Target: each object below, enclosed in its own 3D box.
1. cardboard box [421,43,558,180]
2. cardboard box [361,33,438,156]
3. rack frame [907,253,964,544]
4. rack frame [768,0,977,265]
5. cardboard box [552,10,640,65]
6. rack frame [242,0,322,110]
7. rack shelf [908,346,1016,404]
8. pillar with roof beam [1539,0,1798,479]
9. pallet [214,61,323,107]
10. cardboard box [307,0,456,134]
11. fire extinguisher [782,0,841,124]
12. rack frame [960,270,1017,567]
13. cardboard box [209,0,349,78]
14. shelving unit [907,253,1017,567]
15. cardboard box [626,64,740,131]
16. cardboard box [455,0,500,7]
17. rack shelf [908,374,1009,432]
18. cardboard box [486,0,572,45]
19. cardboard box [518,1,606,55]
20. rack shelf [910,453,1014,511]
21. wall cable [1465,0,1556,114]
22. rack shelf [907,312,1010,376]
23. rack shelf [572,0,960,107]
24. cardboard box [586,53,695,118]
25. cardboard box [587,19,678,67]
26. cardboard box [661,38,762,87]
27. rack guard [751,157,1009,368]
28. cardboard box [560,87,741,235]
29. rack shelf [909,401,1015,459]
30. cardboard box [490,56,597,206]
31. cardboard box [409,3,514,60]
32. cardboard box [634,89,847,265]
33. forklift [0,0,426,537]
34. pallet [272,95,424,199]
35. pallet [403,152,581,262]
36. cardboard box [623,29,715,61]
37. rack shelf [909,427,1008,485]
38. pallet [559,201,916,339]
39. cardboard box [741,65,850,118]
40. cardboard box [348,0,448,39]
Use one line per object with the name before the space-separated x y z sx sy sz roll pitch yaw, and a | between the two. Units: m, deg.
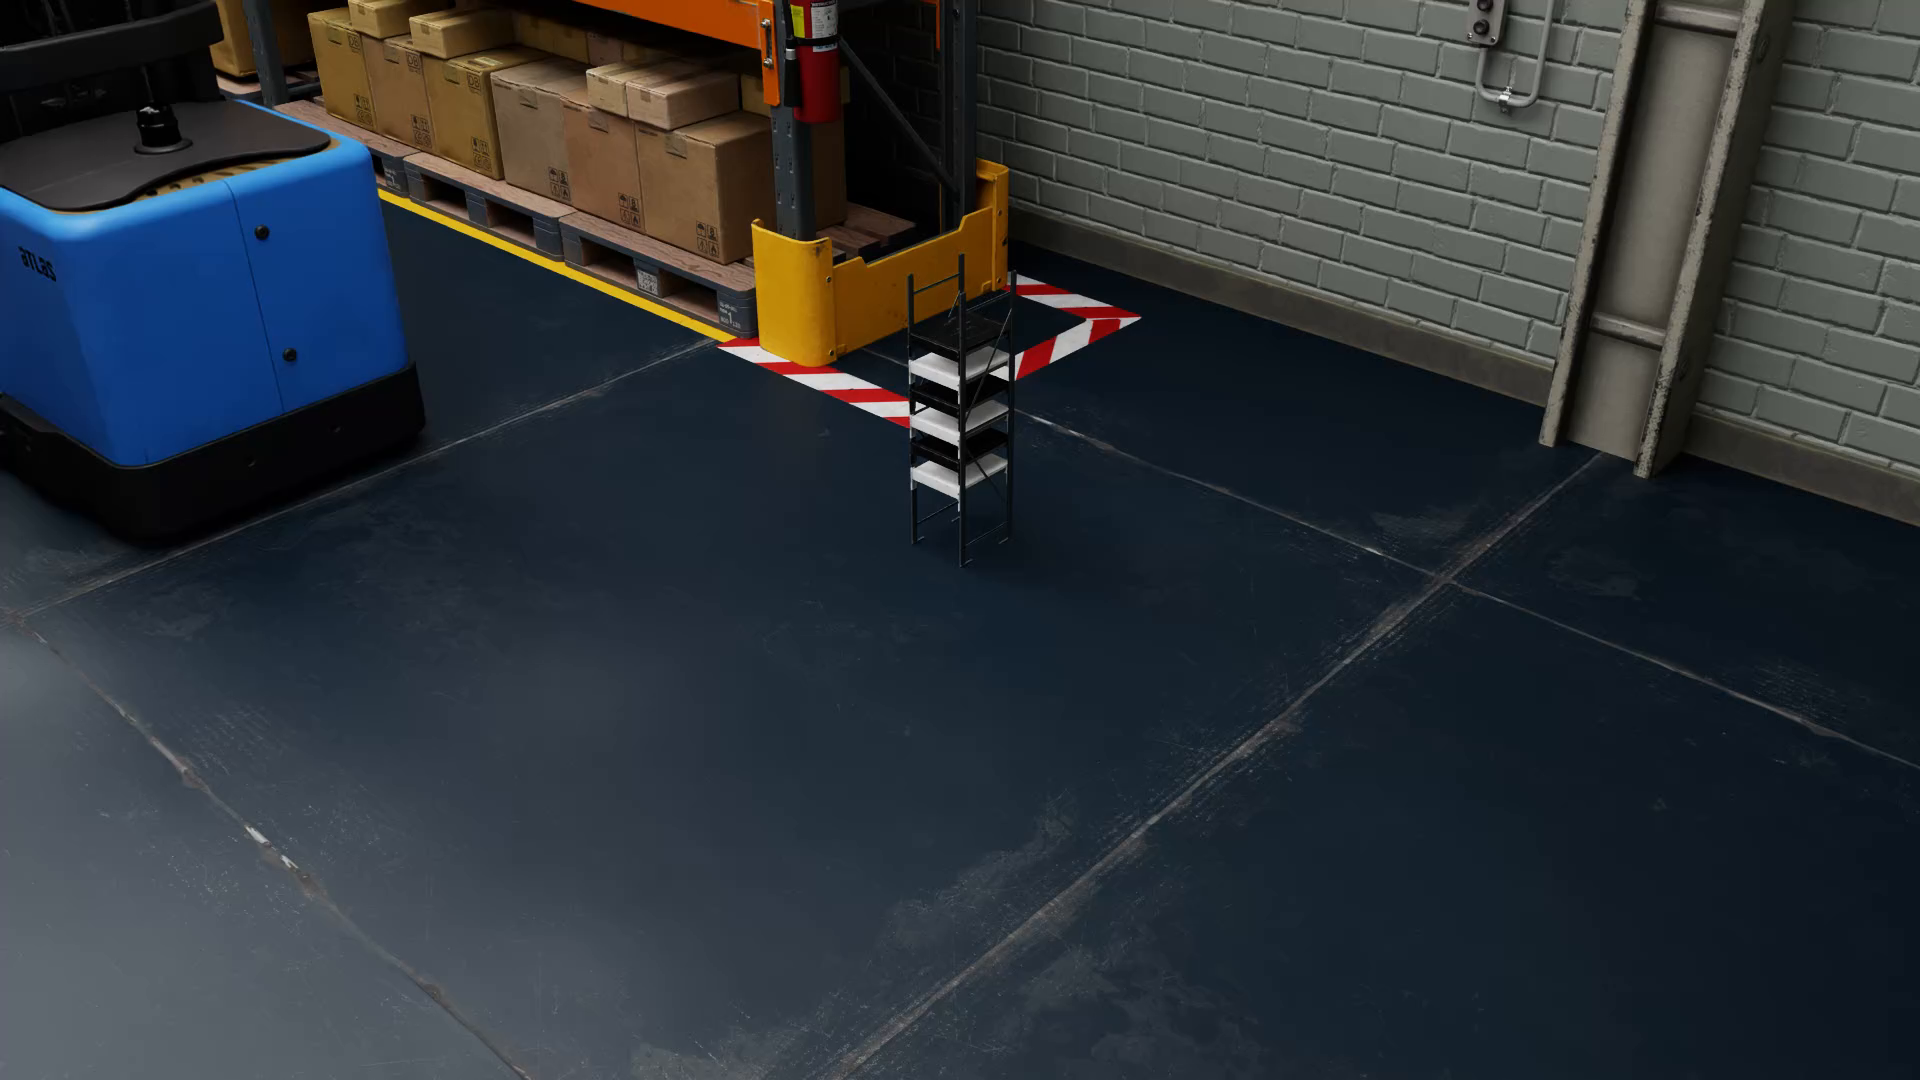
cardboard box | -2.041 -2.062 7.784 0.500 0.500 0.700 26 40 36
cardboard box | -2.420 -2.241 8.080 0.500 0.500 0.700 25 39 35
rack frame | -0.069 -0.418 5.072 0.006 0.900 0.240 25 39 35
rack frame | -0.310 -2.220 6.030 0.127 3.000 1.000 25 39 35
cardboard box | -1.611 -2.283 7.521 0.250 0.149 0.380 25 39 36
rack frame | -3.276 -3.605 8.330 0.127 3.000 1.000 25 39 35
rack shelf | 0.006 -0.508 4.938 0.200 0.077 0.258 25 39 35
pillar with roof beam | -0.617 -2.541 0.746 0.400 9.000 9.100 25 39 35
pallet | -3.899 -2.648 9.445 1.213 0.211 1.003 25 39 35
cardboard box | -2.790 -2.416 8.371 0.500 0.500 0.700 26 39 36
fire extinguisher | -0.508 -1.799 5.766 0.183 0.674 0.296 25 39 35
rack frame | 0.081 -0.348 4.955 0.006 0.900 0.240 25 39 35
cardboard box | -3.845 -3.039 9.067 0.750 0.750 0.750 26 39 36
shelving unit | 0.006 -0.383 5.013 0.210 0.900 0.258 25 39 35
cardboard box | -1.114 -1.786 6.696 0.250 0.149 0.380 25 39 35
cardboard box | -2.177 -2.547 7.961 0.250 0.149 0.380 24 38 34
rack shelf | 0.006 -0.431 4.984 0.200 0.077 0.258 25 39 35
cardboard box | -1.990 -2.460 7.815 0.250 0.149 0.380 25 39 36
cardboard box | -1.798 -2.371 7.667 0.250 0.149 0.380 24 39 34
rack shelf | 0.006 -0.200 5.123 0.200 0.077 0.258 25 39 35
wall cable | 1.274 -2.574 5.633 1.851 1.984 0.084 25 39 35
rack shelf | 0.006 -0.585 4.891 0.200 0.077 0.258 25 39 35
rack shelf | -1.793 -2.604 7.365 4.000 0.370 1.077 25 39 35
cardboard box | -1.304 -1.874 6.843 0.250 0.149 0.380 26 40 36
cardboard box | -1.420 -2.194 7.374 0.250 0.149 0.380 26 39 36
cardboard box | -1.046 -2.020 7.084 0.250 0.149 0.380 25 39 35
rack guard | -0.293 -1.141 6.661 0.348 0.500 1.175 25 39 35
cardboard box | -1.268 -1.707 7.193 0.500 0.500 0.700 25 39 35
rack shelf | 0.006 -0.354 5.030 0.200 0.077 0.258 25 39 35
cardboard box | -1.641 -1.880 7.482 0.500 0.500 0.700 24 38 34
cardboard box | -2.272 -2.325 7.591 0.250 0.149 0.380 24 38 34
cardboard box | -0.896 -1.534 6.905 0.500 0.500 0.700 25 39 35
forklift | -3.304 -1.892 5.552 3.031 2.935 1.130 24 38 34
pallet | -2.765 -2.117 8.562 1.213 0.211 1.003 25 39 35
pallet | -1.856 -1.695 7.861 1.213 0.211 1.003 25 39 35
cardboard box | -1.231 -2.106 7.228 0.250 0.149 0.380 25 39 35
rack shelf | 0.006 -0.277 5.077 0.200 0.077 0.258 25 39 35
pallet | -0.956 -1.273 7.159 1.213 0.211 1.003 25 39 35
cardboard box | -0.670 -1.845 6.793 0.250 0.149 0.380 25 39 35
cardboard box | -2.659 -2.505 7.891 0.250 0.149 0.380 27 40 37
